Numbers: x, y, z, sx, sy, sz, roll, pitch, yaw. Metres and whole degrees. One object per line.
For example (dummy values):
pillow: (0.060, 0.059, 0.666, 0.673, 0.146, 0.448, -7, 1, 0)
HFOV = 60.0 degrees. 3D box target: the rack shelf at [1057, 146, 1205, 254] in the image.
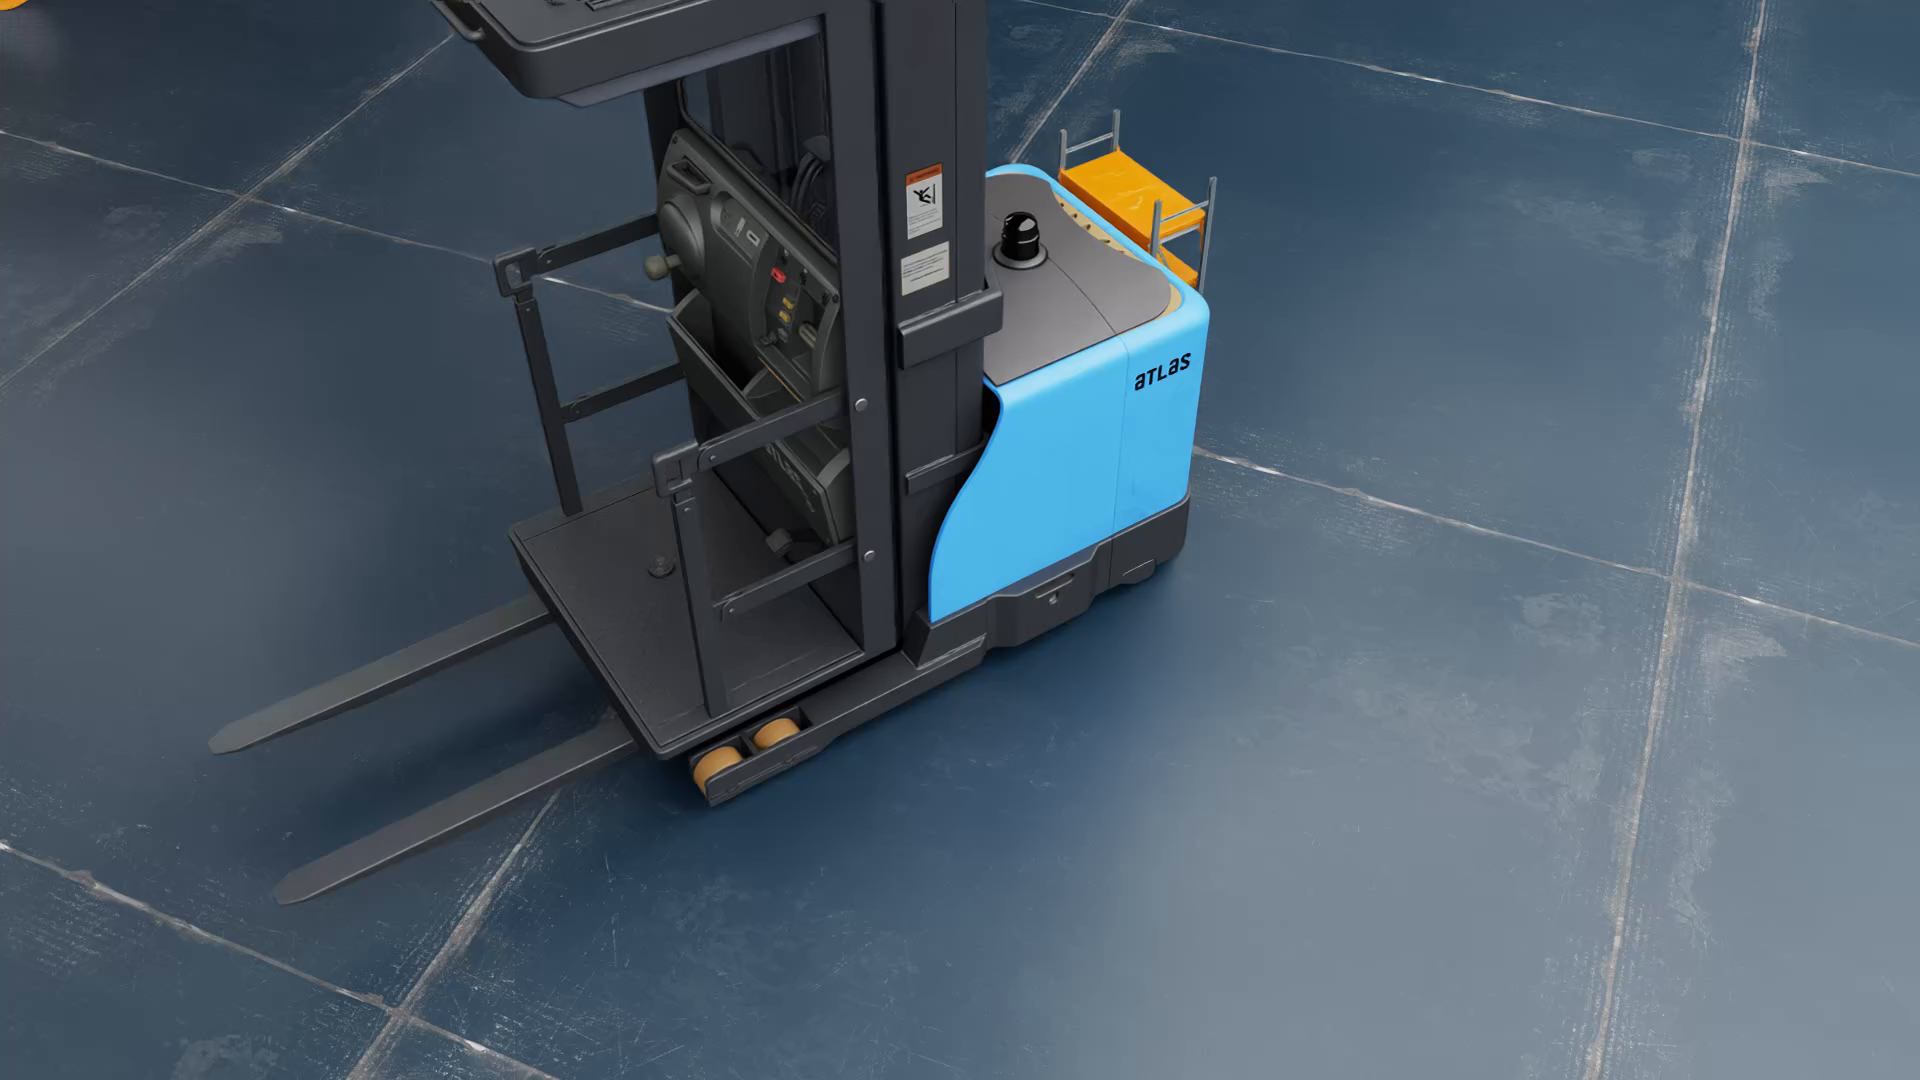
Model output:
rack shelf: (0.562, -1.078, 5.426, 0.258, 0.148, 0.480, -26, 50, -23)

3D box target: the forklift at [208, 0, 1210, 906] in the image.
forklift: (-0.747, -0.689, 4.364, 3.031, 2.935, 1.130, -25, 50, -23)

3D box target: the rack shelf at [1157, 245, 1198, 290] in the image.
rack shelf: (0.562, -0.911, 5.593, 0.258, 0.148, 0.480, -26, 50, -23)

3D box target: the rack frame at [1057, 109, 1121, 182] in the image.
rack frame: (0.425, -0.942, 5.846, 0.240, 1.200, 0.015, -26, 50, -23)

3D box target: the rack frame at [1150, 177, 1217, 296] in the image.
rack frame: (0.699, -0.657, 5.560, 0.240, 1.200, 0.015, -26, 50, -23)

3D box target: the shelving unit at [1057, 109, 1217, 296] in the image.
shelving unit: (0.562, -0.800, 5.703, 0.258, 1.200, 0.503, -26, 50, -23)

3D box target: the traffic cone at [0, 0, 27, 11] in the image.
traffic cone: (-4.929, -2.992, 8.429, 0.334, 0.463, 0.336, 16, 47, 16)
